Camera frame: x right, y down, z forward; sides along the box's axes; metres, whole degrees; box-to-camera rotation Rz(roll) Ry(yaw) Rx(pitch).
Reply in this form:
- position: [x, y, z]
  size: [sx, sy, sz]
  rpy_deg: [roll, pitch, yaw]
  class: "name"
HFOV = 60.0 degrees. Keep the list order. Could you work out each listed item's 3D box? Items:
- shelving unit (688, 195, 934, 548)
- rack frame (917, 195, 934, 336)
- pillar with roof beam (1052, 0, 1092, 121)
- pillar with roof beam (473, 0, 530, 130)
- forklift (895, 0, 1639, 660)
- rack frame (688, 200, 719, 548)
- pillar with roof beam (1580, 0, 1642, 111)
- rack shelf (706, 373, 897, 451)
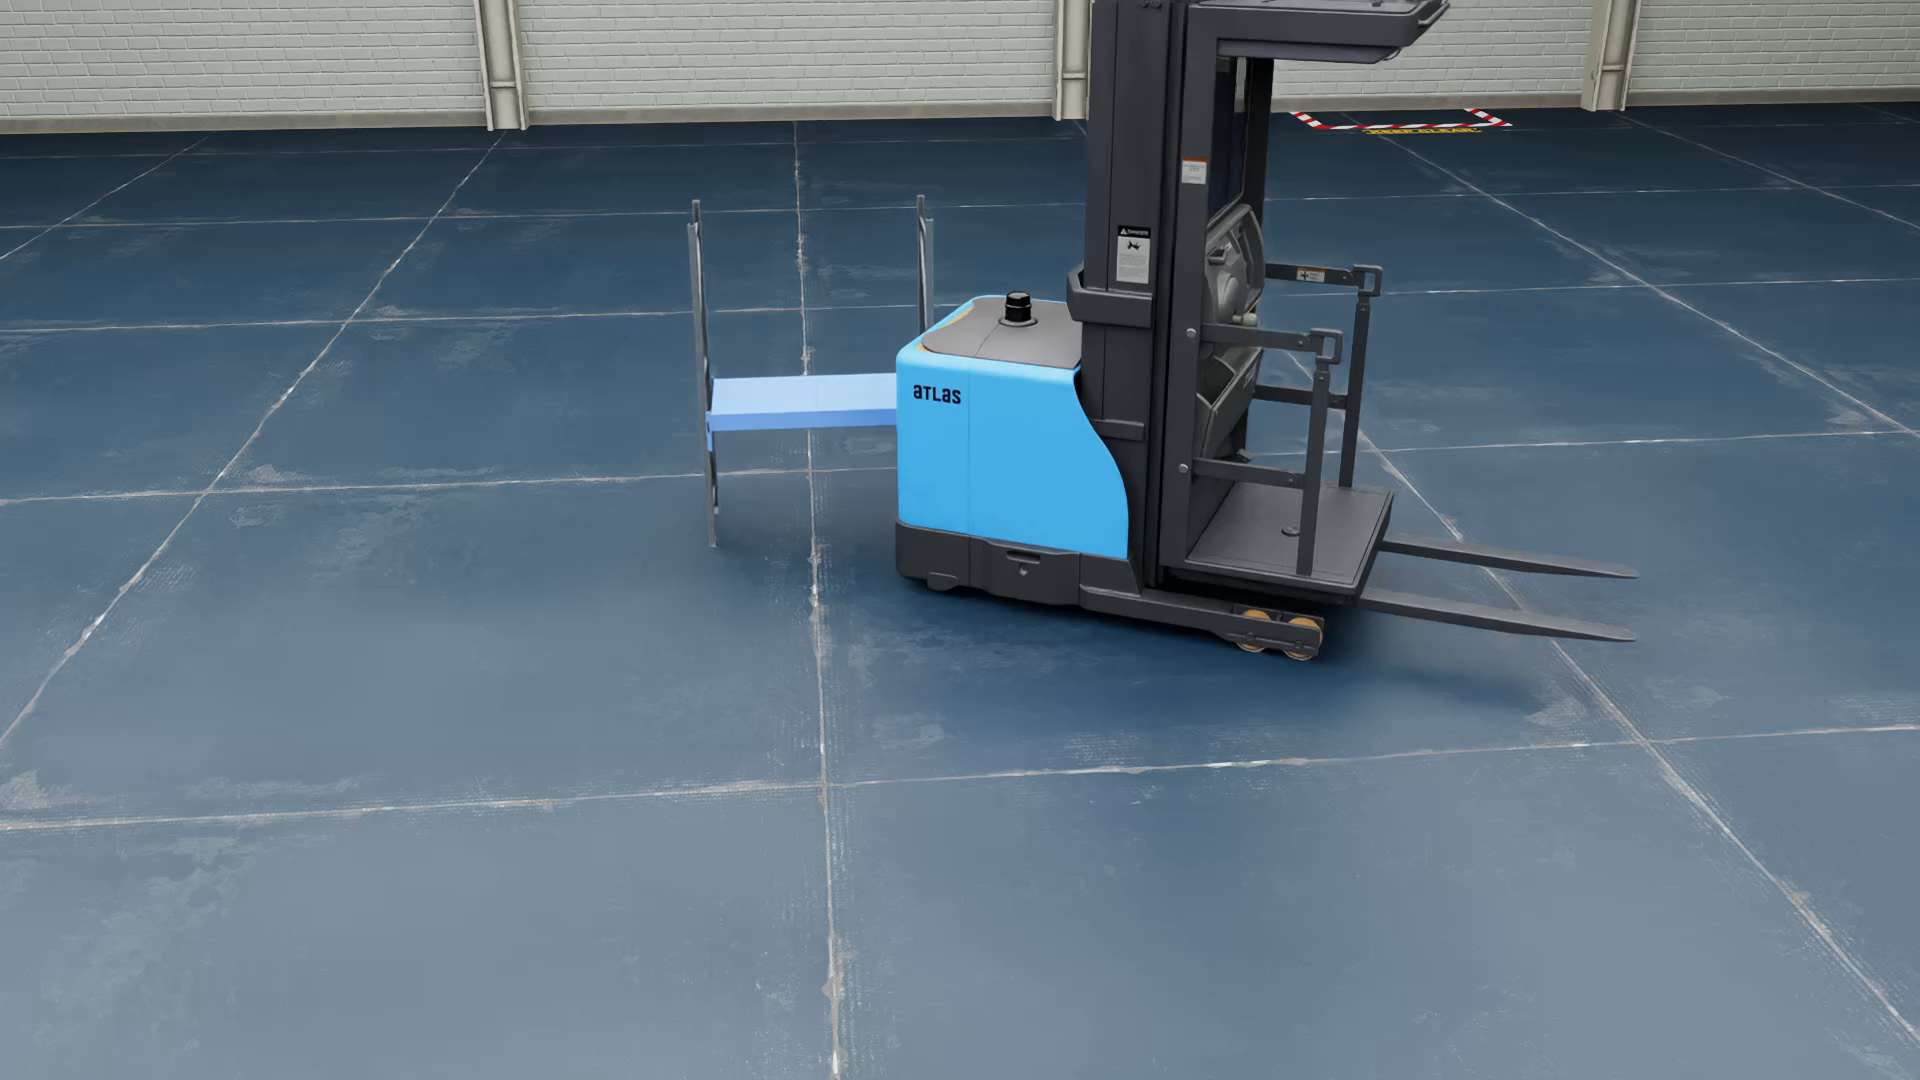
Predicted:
- position: [-0.661, -0.772, 7.641]
  size: [1.048, 1.500, 0.538]
  rpy_deg: [-2, 24, -5]
  class: "shelving unit"
- position: [-0.156, -0.793, 7.688]
  size: [0.032, 1.500, 0.500]
  rpy_deg: [-2, 24, -5]
  class: "rack frame"
- position: [1.638, -6.963, 12.336]
  size: [0.400, 9.000, 9.100]
  rpy_deg: [-2, 24, -5]
  class: "pillar with roof beam"
- position: [-4.333, -6.723, 11.797]
  size: [0.400, 9.000, 9.100]
  rpy_deg: [-2, 24, -5]
  class: "pillar with roof beam"
- position: [1.289, -1.102, 6.621]
  size: [3.031, 2.935, 1.130]
  rpy_deg: [9, 26, 19]
  class: "forklift"
- position: [-1.167, -0.751, 7.593]
  size: [0.032, 1.500, 0.500]
  rpy_deg: [-2, 24, -5]
  class: "rack frame"
- position: [7.609, -7.203, 12.875]
  size: [0.400, 9.000, 9.100]
  rpy_deg: [-2, 24, -5]
  class: "pillar with roof beam"
- position: [-0.661, -0.608, 7.714]
  size: [1.000, 0.185, 0.538]
  rpy_deg: [-2, 24, -5]
  class: "rack shelf"
